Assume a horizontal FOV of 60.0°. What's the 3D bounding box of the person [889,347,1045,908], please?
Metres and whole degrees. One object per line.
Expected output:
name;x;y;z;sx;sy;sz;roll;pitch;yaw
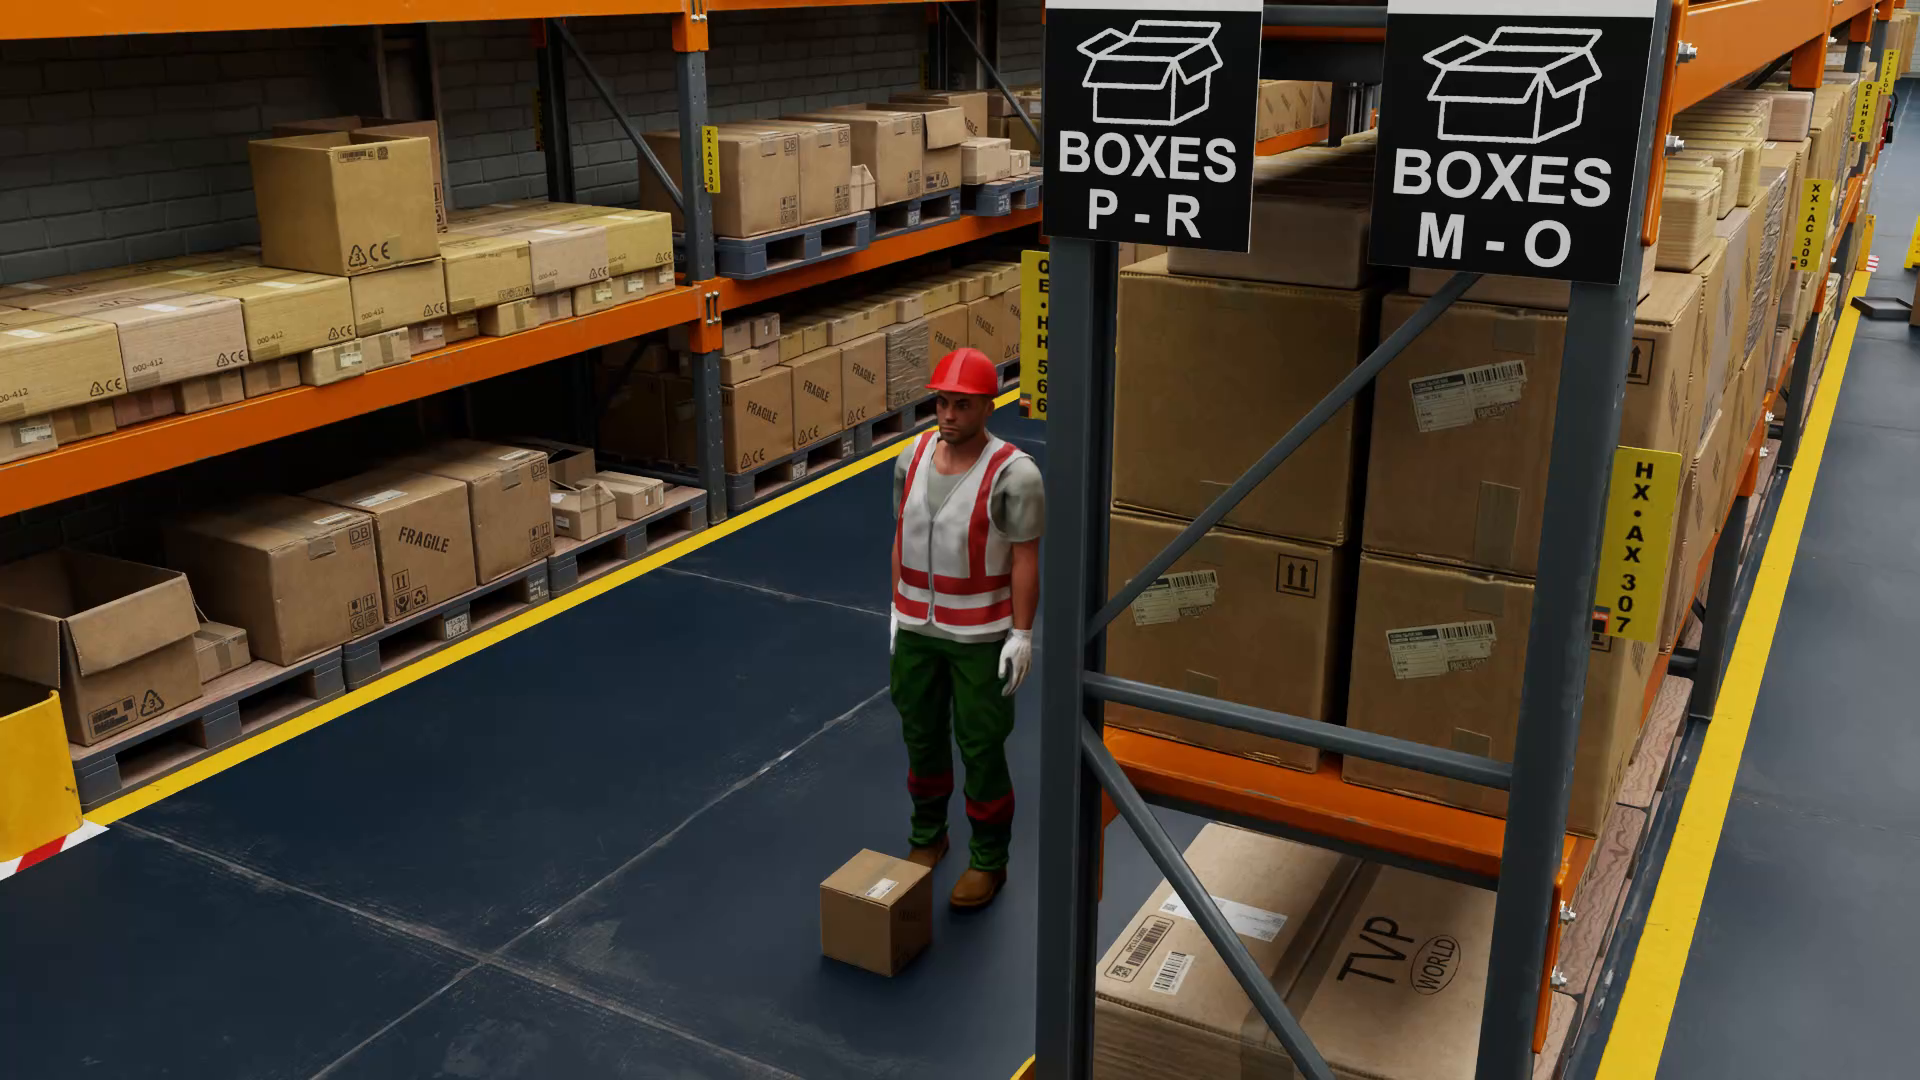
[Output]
person;-0.009;0.305;5.230;0.527;1.836;0.374;11;22;28
